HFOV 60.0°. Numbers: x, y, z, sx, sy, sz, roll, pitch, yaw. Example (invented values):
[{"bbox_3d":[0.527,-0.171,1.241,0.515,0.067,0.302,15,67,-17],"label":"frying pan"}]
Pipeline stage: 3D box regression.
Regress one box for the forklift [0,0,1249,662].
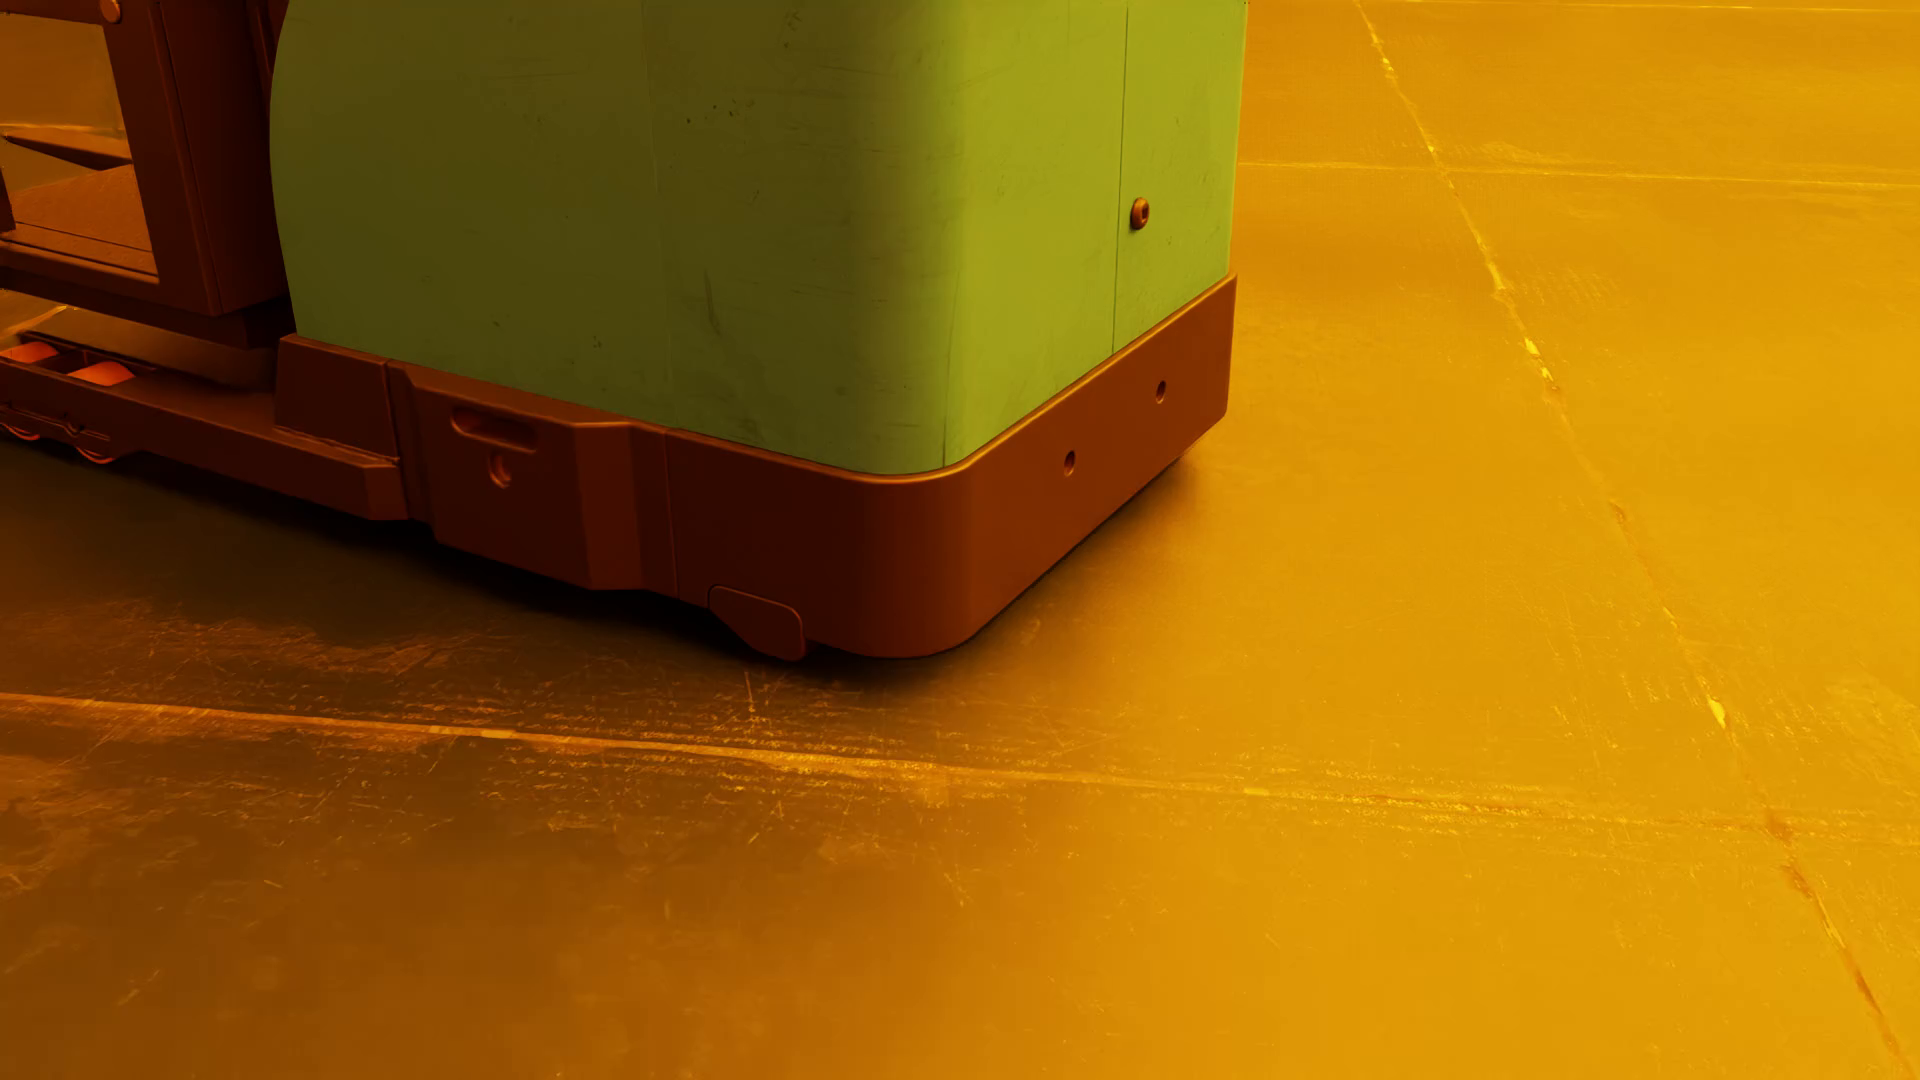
[{"bbox_3d":[-1.088,-1.625,2.473,3.031,2.935,1.130,14,30,27],"label":"forklift"}]
